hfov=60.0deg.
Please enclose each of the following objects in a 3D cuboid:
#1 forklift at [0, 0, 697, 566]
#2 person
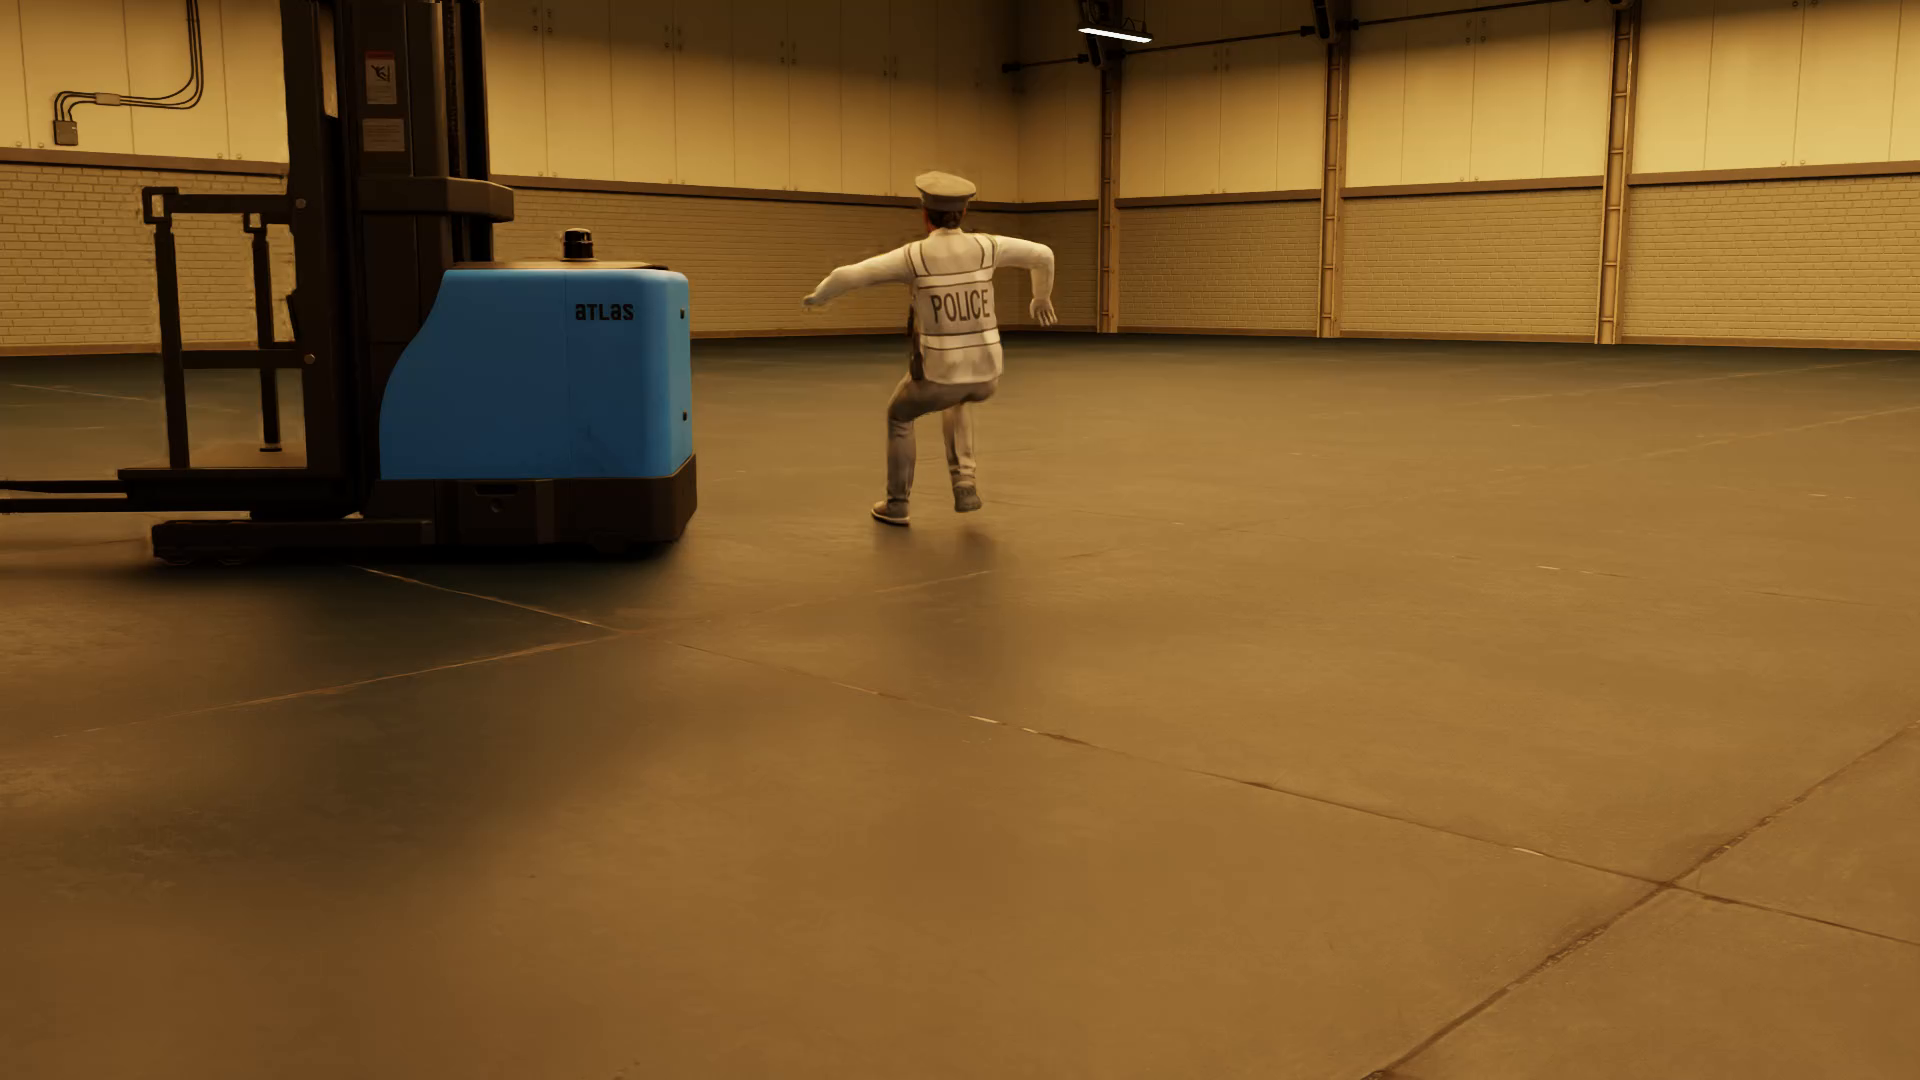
[{"bbox_3d":[-2.610,-1.435,6.401,3.031,2.935,1.130,-1,9,-4],"label":"forklift"},{"bbox_3d":[-0.109,-0.787,6.972,1.047,1.466,0.782,-4,9,-23],"label":"person"}]
